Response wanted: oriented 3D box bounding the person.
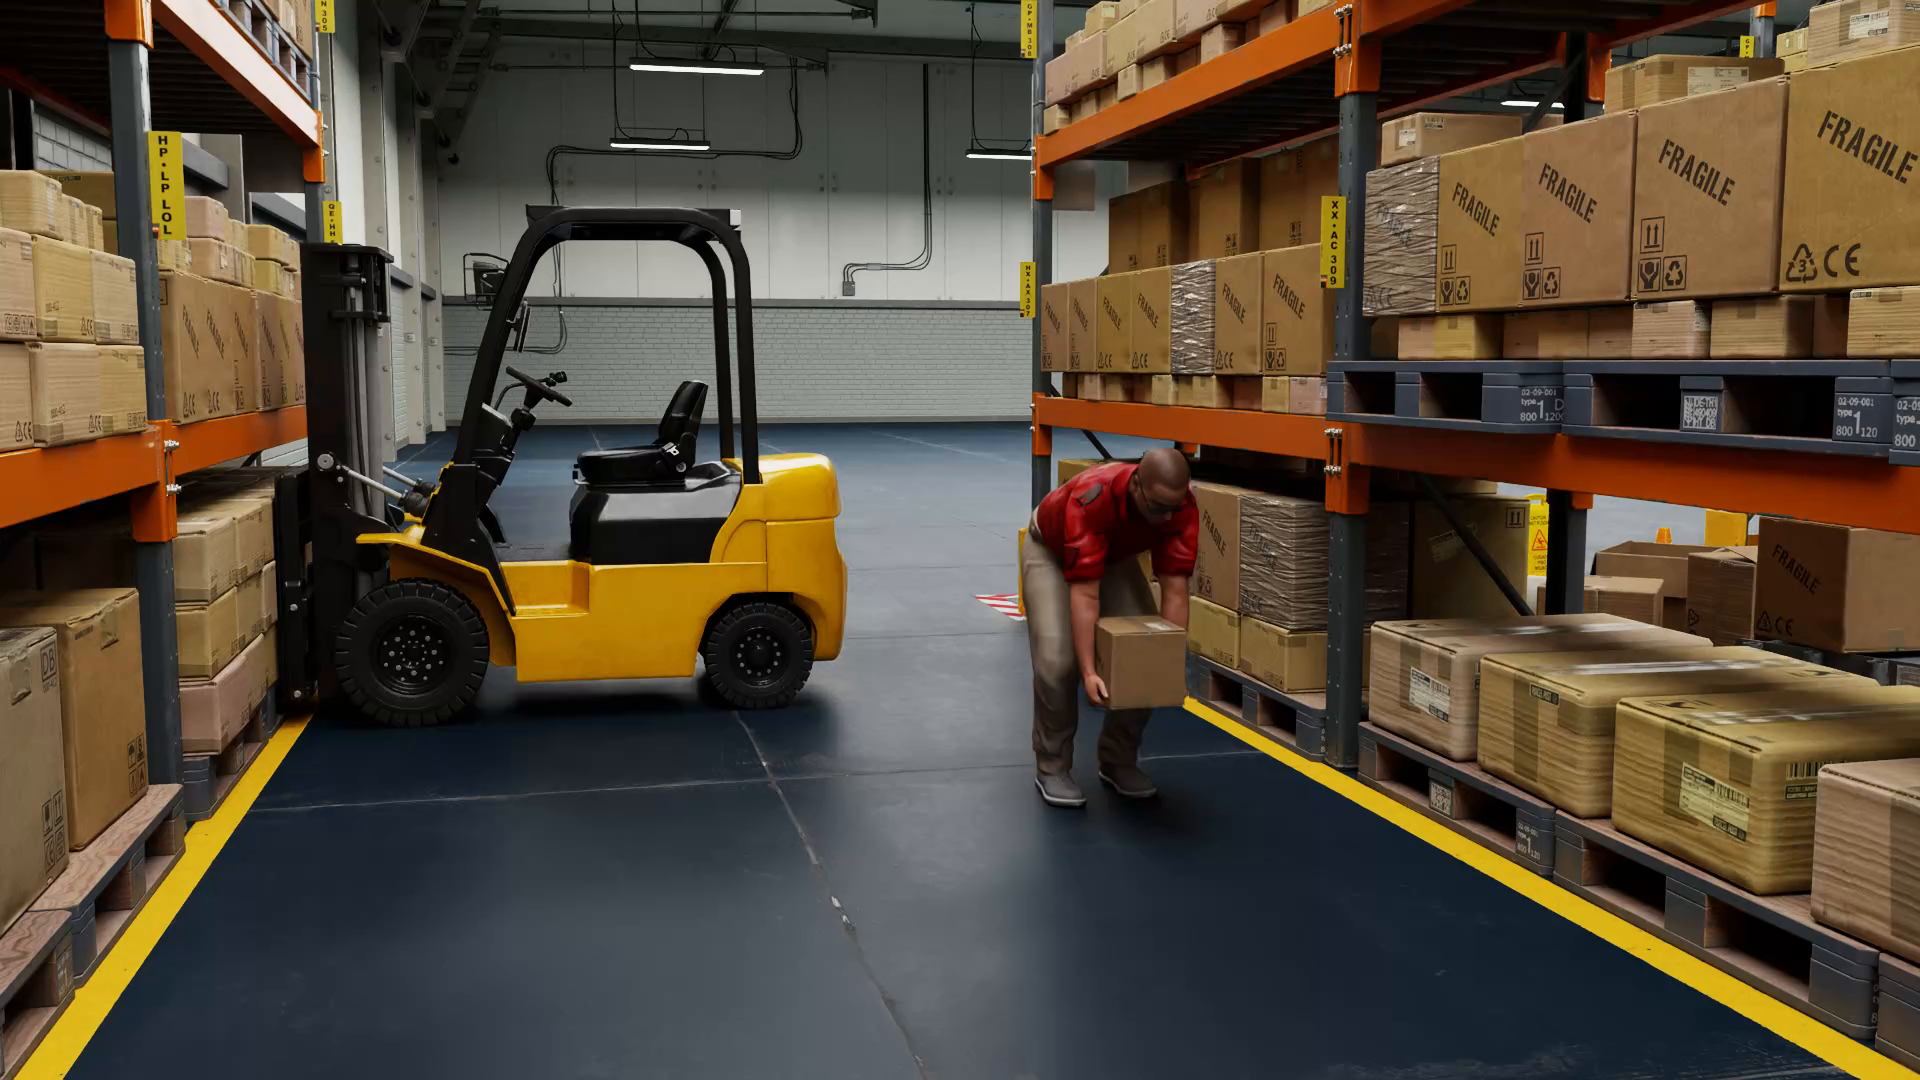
[{"bbox_3d":[0.516,0.291,5.605,0.496,1.243,0.916,-2,6,-18],"label":"person"}]
